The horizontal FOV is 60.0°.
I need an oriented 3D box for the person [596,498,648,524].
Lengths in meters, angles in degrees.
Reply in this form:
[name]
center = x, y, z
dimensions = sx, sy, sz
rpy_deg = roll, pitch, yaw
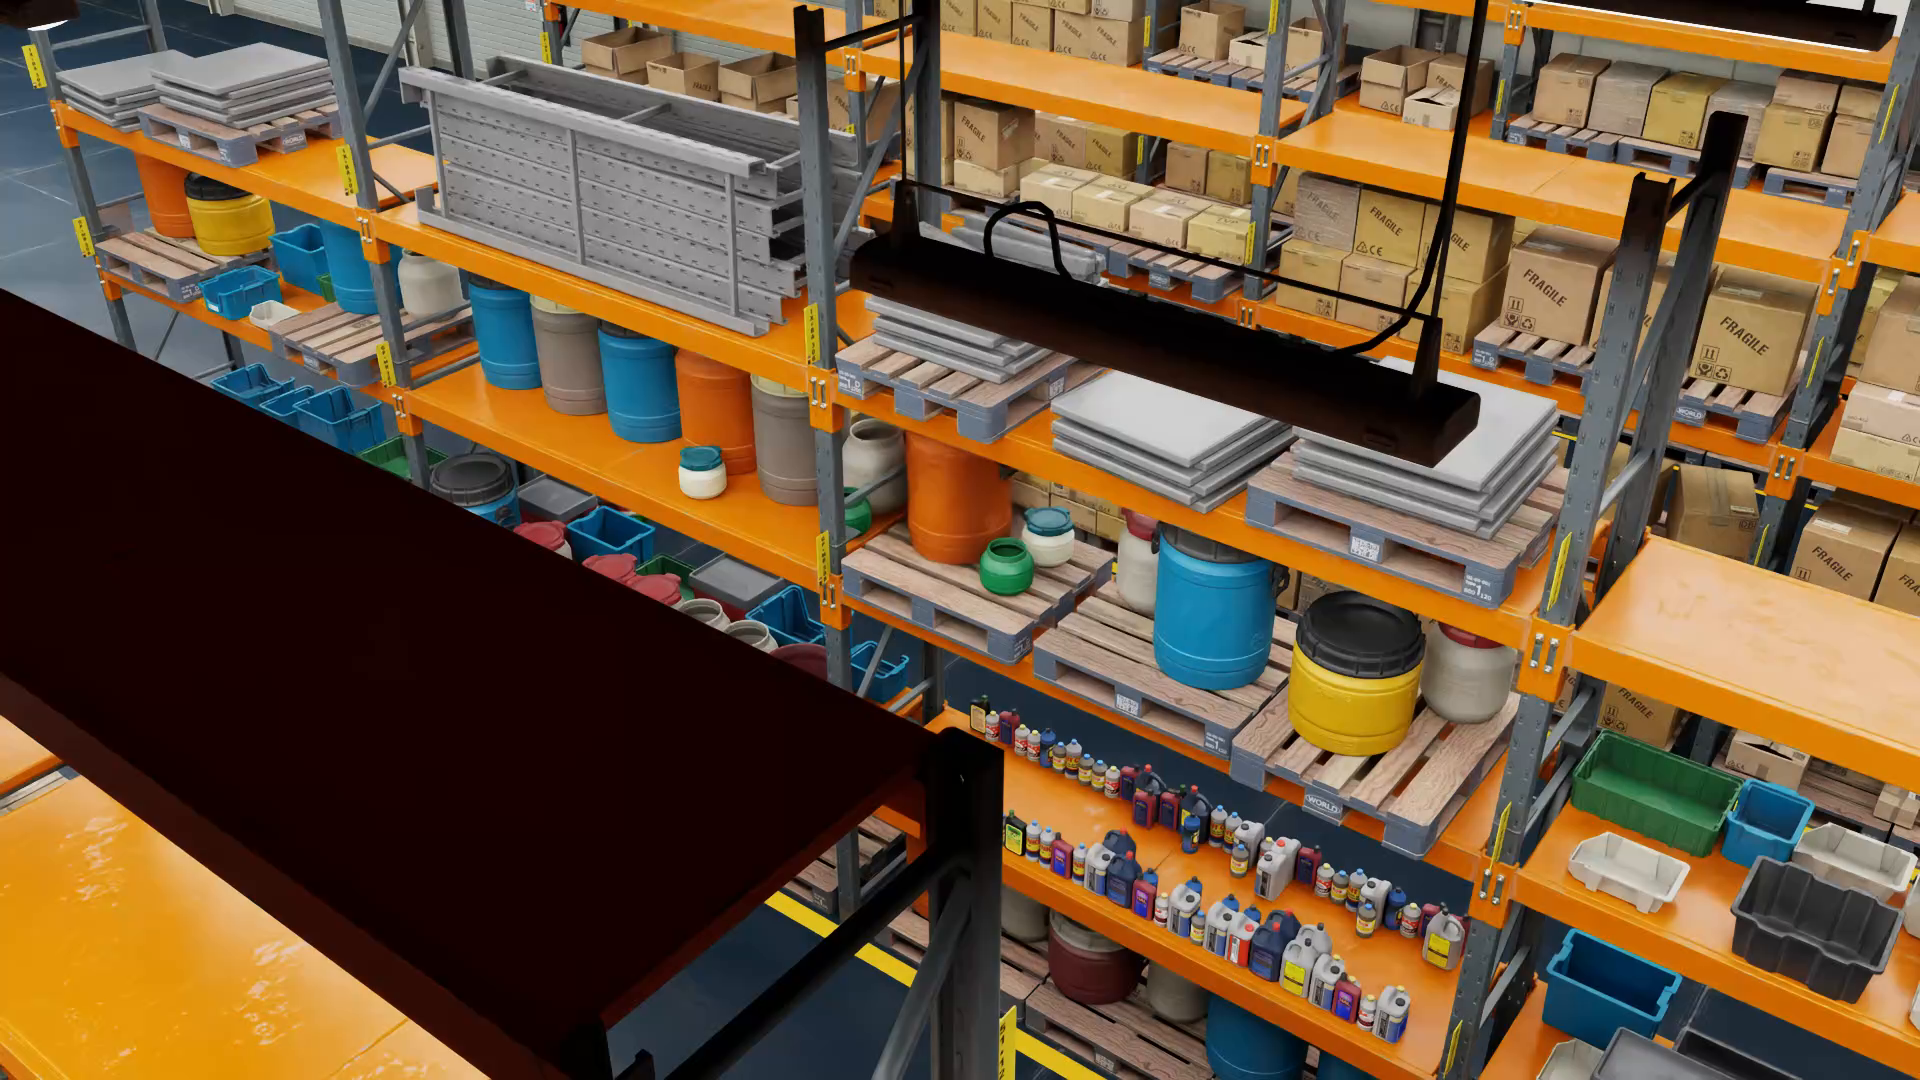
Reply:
[person]
center = -2.704, -0.261, 14.029
dimensions = 0.678, 1.768, 0.603
rpy_deg = 15, 34, 22
